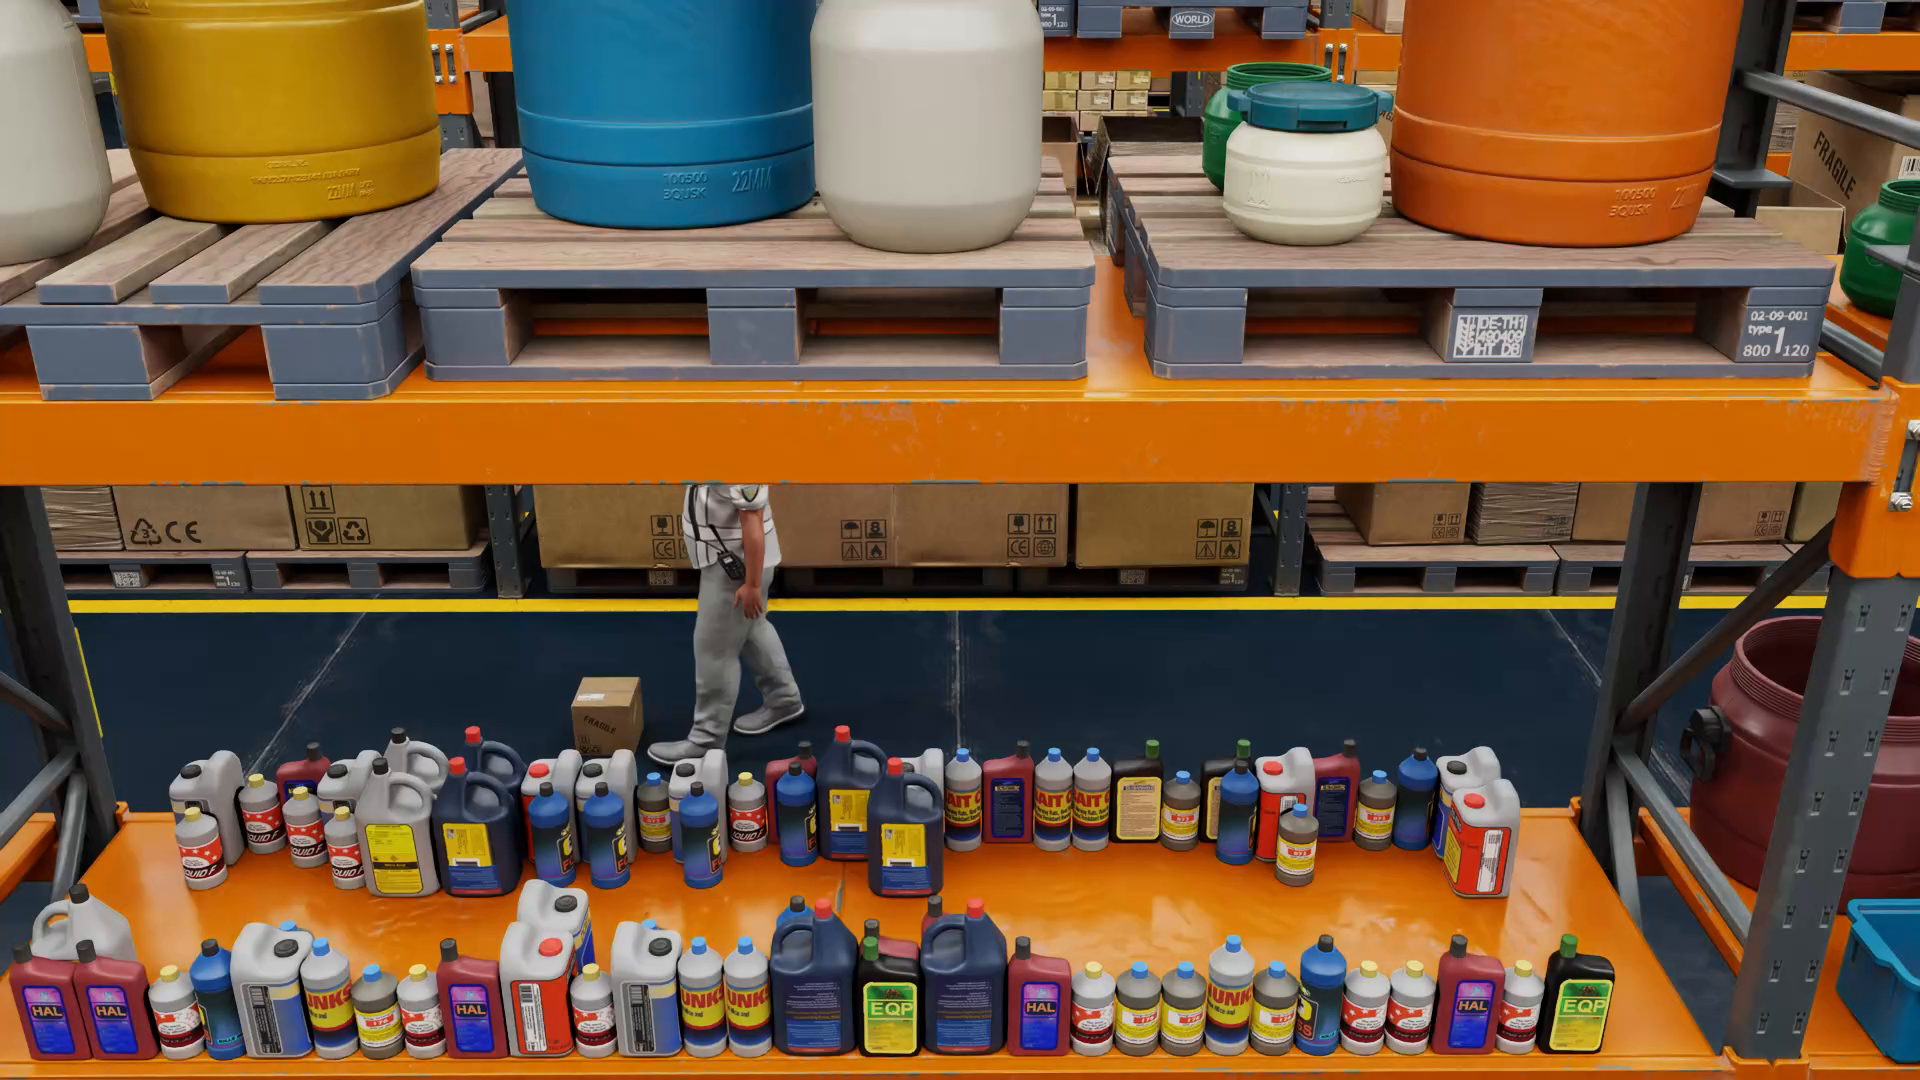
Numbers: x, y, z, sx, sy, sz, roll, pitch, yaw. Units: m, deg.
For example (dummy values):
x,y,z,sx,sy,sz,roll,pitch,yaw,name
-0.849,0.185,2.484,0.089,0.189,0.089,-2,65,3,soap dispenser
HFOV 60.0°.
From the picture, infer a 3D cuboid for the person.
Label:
x,y,z,sx,sy,sz,roll,pitch,yaw,name
-1.010,0.079,6.897,0.697,1.761,0.548,-5,24,-11,person
